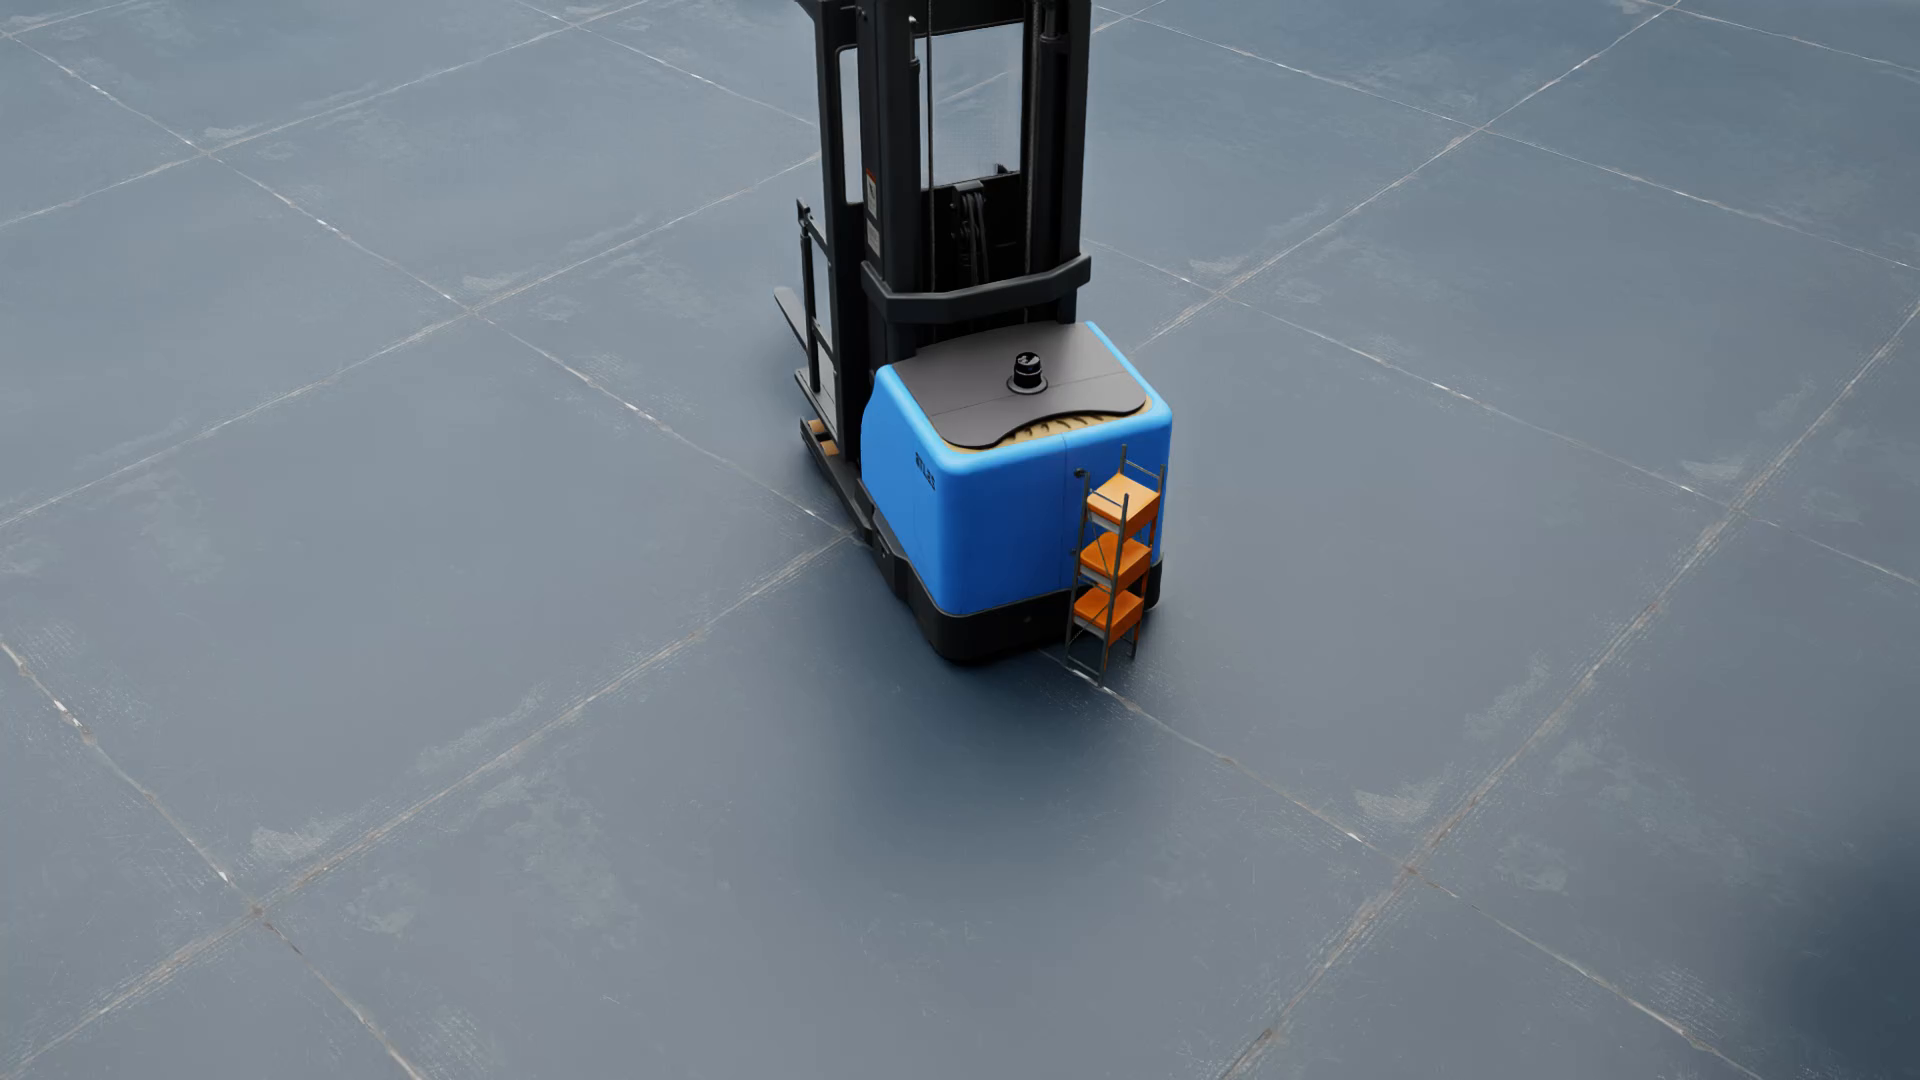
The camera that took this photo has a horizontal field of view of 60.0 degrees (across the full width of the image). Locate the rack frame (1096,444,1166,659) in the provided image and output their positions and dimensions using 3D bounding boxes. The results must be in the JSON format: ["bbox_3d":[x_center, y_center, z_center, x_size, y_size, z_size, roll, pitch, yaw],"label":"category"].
[{"bbox_3d":[0.692,0.065,6.814,0.200,1.050,0.008,30,47,27],"label":"rack frame"}]

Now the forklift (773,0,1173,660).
[{"bbox_3d":[-0.145,-1.562,7.359,1.130,2.935,3.031,-14,41,-17],"label":"forklift"}]

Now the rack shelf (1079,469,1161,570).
[{"bbox_3d":[0.627,-0.083,6.563,0.215,0.259,0.240,30,47,27],"label":"rack shelf"}]

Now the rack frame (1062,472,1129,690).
[{"bbox_3d":[0.537,0.183,6.667,0.200,1.050,0.008,30,47,27],"label":"rack frame"}]

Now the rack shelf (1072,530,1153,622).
[{"bbox_3d":[0.614,0.132,6.748,0.215,0.259,0.240,30,47,27],"label":"rack shelf"}]

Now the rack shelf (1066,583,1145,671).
[{"bbox_3d":[0.602,0.343,6.929,0.215,0.259,0.240,30,47,27],"label":"rack shelf"}]

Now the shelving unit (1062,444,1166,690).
[{"bbox_3d":[0.615,0.124,6.741,0.215,1.050,0.252,30,47,27],"label":"shelving unit"}]
